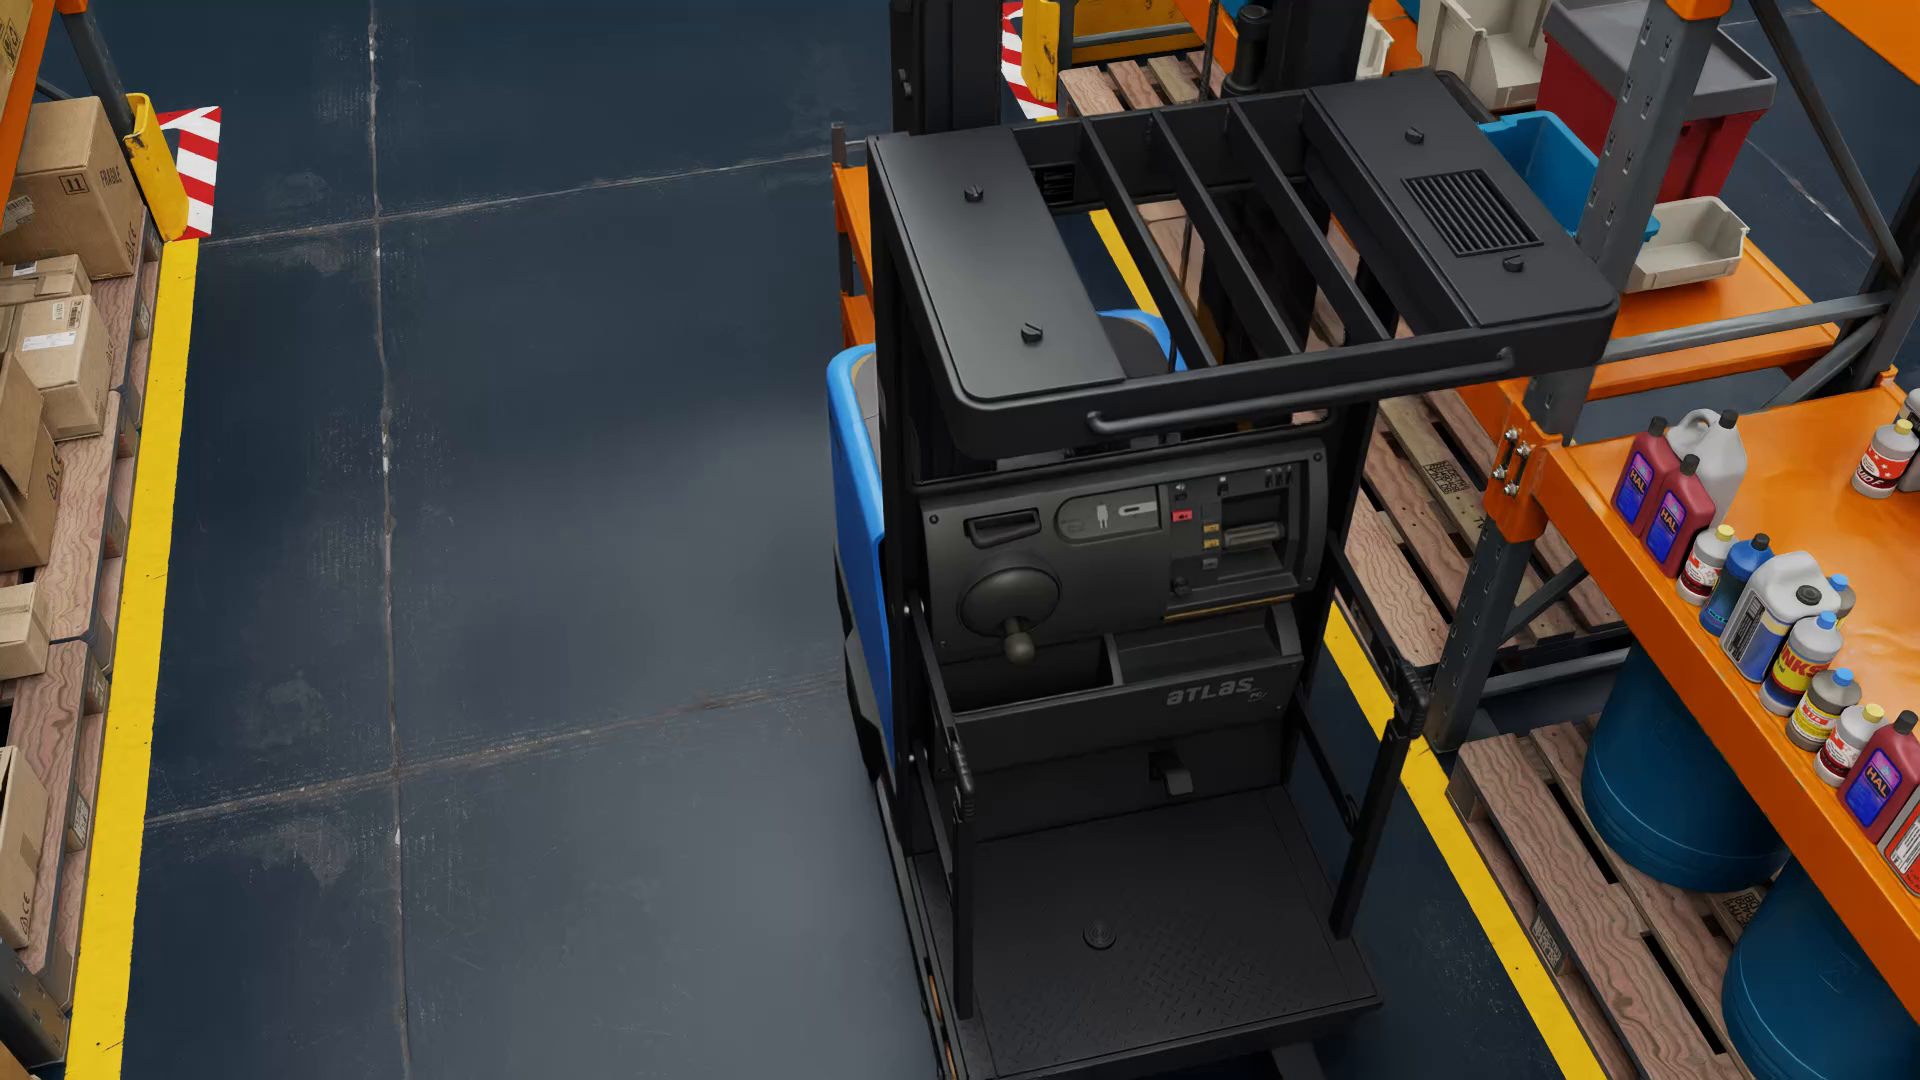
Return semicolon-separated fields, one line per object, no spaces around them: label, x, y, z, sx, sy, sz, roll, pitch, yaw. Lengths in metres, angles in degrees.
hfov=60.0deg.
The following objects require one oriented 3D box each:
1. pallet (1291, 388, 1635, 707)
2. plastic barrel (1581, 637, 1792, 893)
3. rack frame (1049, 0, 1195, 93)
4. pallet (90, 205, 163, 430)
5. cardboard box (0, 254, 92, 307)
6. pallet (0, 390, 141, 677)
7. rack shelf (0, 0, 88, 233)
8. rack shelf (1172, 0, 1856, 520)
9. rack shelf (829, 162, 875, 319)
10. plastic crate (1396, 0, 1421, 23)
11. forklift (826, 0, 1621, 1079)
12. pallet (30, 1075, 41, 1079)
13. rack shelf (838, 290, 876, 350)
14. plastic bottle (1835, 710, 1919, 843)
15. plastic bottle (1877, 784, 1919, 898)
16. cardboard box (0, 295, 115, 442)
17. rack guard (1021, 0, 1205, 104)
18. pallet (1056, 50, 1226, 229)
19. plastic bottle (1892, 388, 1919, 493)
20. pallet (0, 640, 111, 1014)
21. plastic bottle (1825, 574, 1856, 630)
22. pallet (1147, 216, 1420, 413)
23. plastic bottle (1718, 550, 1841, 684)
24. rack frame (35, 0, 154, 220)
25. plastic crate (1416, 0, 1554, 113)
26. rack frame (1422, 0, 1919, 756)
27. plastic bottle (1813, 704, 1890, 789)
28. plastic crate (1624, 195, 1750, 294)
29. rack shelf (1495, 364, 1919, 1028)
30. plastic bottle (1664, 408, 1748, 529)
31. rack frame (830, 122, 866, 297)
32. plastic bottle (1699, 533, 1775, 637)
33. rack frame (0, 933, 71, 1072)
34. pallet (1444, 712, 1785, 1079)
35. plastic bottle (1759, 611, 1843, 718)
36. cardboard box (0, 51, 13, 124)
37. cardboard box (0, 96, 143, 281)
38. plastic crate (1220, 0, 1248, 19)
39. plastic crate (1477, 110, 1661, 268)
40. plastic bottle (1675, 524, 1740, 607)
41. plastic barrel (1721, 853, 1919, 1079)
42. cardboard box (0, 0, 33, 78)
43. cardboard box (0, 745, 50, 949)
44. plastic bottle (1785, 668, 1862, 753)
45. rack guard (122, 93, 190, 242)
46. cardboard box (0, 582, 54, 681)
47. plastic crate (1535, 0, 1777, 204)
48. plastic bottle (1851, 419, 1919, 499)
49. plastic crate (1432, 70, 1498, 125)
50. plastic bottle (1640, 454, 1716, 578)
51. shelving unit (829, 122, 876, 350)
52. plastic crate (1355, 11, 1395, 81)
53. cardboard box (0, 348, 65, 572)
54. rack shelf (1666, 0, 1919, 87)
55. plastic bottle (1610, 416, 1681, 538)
pallet;1.702;-0.046;5.647;1.003;0.211;1.213;-11;47;-10
plastic barrel;2.051;0.445;4.389;0.600;0.901;0.708;-11;47;-10
rack frame;0.904;-3.283;6.867;1.000;3.000;0.127;-11;47;-10
pallet;-3.661;-0.801;6.387;1.003;0.211;1.213;-11;47;-10
cardboard box;-3.491;-0.916;6.223;0.380;0.166;0.250;-11;47;-10
pallet;-3.352;0.040;5.563;1.003;0.211;1.213;-11;47;-10
rack shelf;-3.373;-0.747;4.886;1.077;0.370;4.000;-11;47;-10
rack shelf;1.416;-1.650;5.771;1.077;0.370;4.000;-11;47;-10
rack shelf;-0.070;-0.873;5.408;0.538;0.278;1.000;-9;46;-9
plastic crate;1.678;-1.874;5.562;0.416;0.233;0.300;-11;47;-10
forklift;0.428;0.123;3.578;1.130;2.935;3.031;-9;46;-9
pallet;-2.617;1.913;3.728;1.003;0.211;1.213;-11;47;-10
rack shelf;-0.070;-0.497;5.792;0.538;0.278;1.000;-9;46;-9
plastic bottle;1.837;0.464;3.277;0.061;0.283;0.133;-11;47;-10
plastic bottle;1.915;0.551;3.197;0.152;0.276;0.135;-11;47;-10
cardboard box;-3.294;-0.580;5.835;0.500;0.250;0.500;-11;47;-10
rack guard;0.885;-2.422;7.774;1.175;0.500;0.348;-11;47;-10
pallet;1.078;-1.730;7.298;1.003;0.211;1.213;-11;47;-10
plastic bottle;2.341;-0.265;3.996;0.152;0.276;0.135;-11;47;-10
pallet;-3.036;0.884;4.736;1.003;0.211;1.213;-11;47;-10
plastic bottle;1.888;0.155;3.637;0.097;0.201;0.097;0;46;0
pallet;1.386;-0.890;6.474;1.003;0.211;1.213;-11;47;-10
plastic bottle;1.772;0.164;3.576;0.152;0.276;0.135;-11;47;-10
rack frame;-3.885;-2.380;5.982;1.000;3.000;0.127;-11;47;-10
plastic crate;1.715;-1.589;5.248;0.437;0.282;0.530;-11;47;-10
rack frame;1.928;-0.521;4.161;1.000;3.000;0.127;-11;47;-10
plastic bottle;1.825;0.410;3.387;0.097;0.201;0.097;0;46;0
plastic crate;1.947;-0.797;4.574;0.396;0.136;0.243;-11;47;-10
rack shelf;2.440;1.111;3.064;1.077;0.370;4.000;-11;47;-10
plastic bottle;1.715;-0.174;3.855;0.144;0.351;0.185;-11;47;-10
rack frame;-0.184;-1.022;5.964;0.500;1.125;0.032;-9;46;-9
plastic bottle;1.716;0.091;3.651;0.097;0.271;0.097;0;46;0
rack frame;-2.861;0.382;3.276;1.000;3.000;0.127;-11;47;-10
pallet;2.085;0.995;4.627;1.003;0.211;1.213;-11;47;-10
plastic bottle;1.775;0.251;3.494;0.097;0.271;0.097;0;46;0
cardboard box;-3.249;-1.452;5.003;0.500;0.500;0.500;-10;46;-10
cardboard box;-3.508;-1.328;6.394;0.500;0.500;0.500;-11;47;-10
plastic crate;1.063;-1.898;5.585;0.416;0.233;0.300;-11;47;-10
plastic crate;1.479;-0.797;4.400;0.392;0.384;0.575;-11;47;-10
plastic bottle;1.691;0.048;3.742;0.097;0.201;0.097;0;46;0
plastic barrel;2.232;0.934;3.910;0.600;0.901;0.708;-11;47;-10
cardboard box;-3.371;-1.798;5.342;0.500;0.500;0.500;-10;46;-10
cardboard box;-2.760;0.840;4.401;0.500;0.311;0.500;-11;47;-10
plastic bottle;1.800;0.342;3.453;0.097;0.201;0.097;0;46;0
rack guard;-3.866;-1.452;6.823;1.175;0.500;0.348;-11;47;-10
cardboard box;-2.991;0.295;5.037;0.380;0.166;0.250;-11;47;-10
plastic crate;1.942;-1.227;4.765;0.402;0.464;0.583;-11;47;-10
plastic bottle;2.225;-0.203;3.988;0.097;0.201;0.097;0;46;0
plastic crate;1.382;-1.170;4.947;0.437;0.125;0.590;-11;47;-10
plastic bottle;1.644;-0.057;3.787;0.061;0.283;0.133;-11;47;-10
shelving unit;-0.070;-0.668;5.617;0.538;1.125;1.048;-9;46;-9
plastic crate;1.192;-1.597;5.358;0.293;0.136;0.466;-11;47;-10
cardboard box;-3.347;-0.194;5.280;0.797;0.503;0.637;-11;47;-10
rack shelf;2.440;0.062;1.993;1.077;0.370;4.000;-11;47;-10
plastic bottle;1.609;-0.149;3.878;0.061;0.283;0.133;-11;47;-10
